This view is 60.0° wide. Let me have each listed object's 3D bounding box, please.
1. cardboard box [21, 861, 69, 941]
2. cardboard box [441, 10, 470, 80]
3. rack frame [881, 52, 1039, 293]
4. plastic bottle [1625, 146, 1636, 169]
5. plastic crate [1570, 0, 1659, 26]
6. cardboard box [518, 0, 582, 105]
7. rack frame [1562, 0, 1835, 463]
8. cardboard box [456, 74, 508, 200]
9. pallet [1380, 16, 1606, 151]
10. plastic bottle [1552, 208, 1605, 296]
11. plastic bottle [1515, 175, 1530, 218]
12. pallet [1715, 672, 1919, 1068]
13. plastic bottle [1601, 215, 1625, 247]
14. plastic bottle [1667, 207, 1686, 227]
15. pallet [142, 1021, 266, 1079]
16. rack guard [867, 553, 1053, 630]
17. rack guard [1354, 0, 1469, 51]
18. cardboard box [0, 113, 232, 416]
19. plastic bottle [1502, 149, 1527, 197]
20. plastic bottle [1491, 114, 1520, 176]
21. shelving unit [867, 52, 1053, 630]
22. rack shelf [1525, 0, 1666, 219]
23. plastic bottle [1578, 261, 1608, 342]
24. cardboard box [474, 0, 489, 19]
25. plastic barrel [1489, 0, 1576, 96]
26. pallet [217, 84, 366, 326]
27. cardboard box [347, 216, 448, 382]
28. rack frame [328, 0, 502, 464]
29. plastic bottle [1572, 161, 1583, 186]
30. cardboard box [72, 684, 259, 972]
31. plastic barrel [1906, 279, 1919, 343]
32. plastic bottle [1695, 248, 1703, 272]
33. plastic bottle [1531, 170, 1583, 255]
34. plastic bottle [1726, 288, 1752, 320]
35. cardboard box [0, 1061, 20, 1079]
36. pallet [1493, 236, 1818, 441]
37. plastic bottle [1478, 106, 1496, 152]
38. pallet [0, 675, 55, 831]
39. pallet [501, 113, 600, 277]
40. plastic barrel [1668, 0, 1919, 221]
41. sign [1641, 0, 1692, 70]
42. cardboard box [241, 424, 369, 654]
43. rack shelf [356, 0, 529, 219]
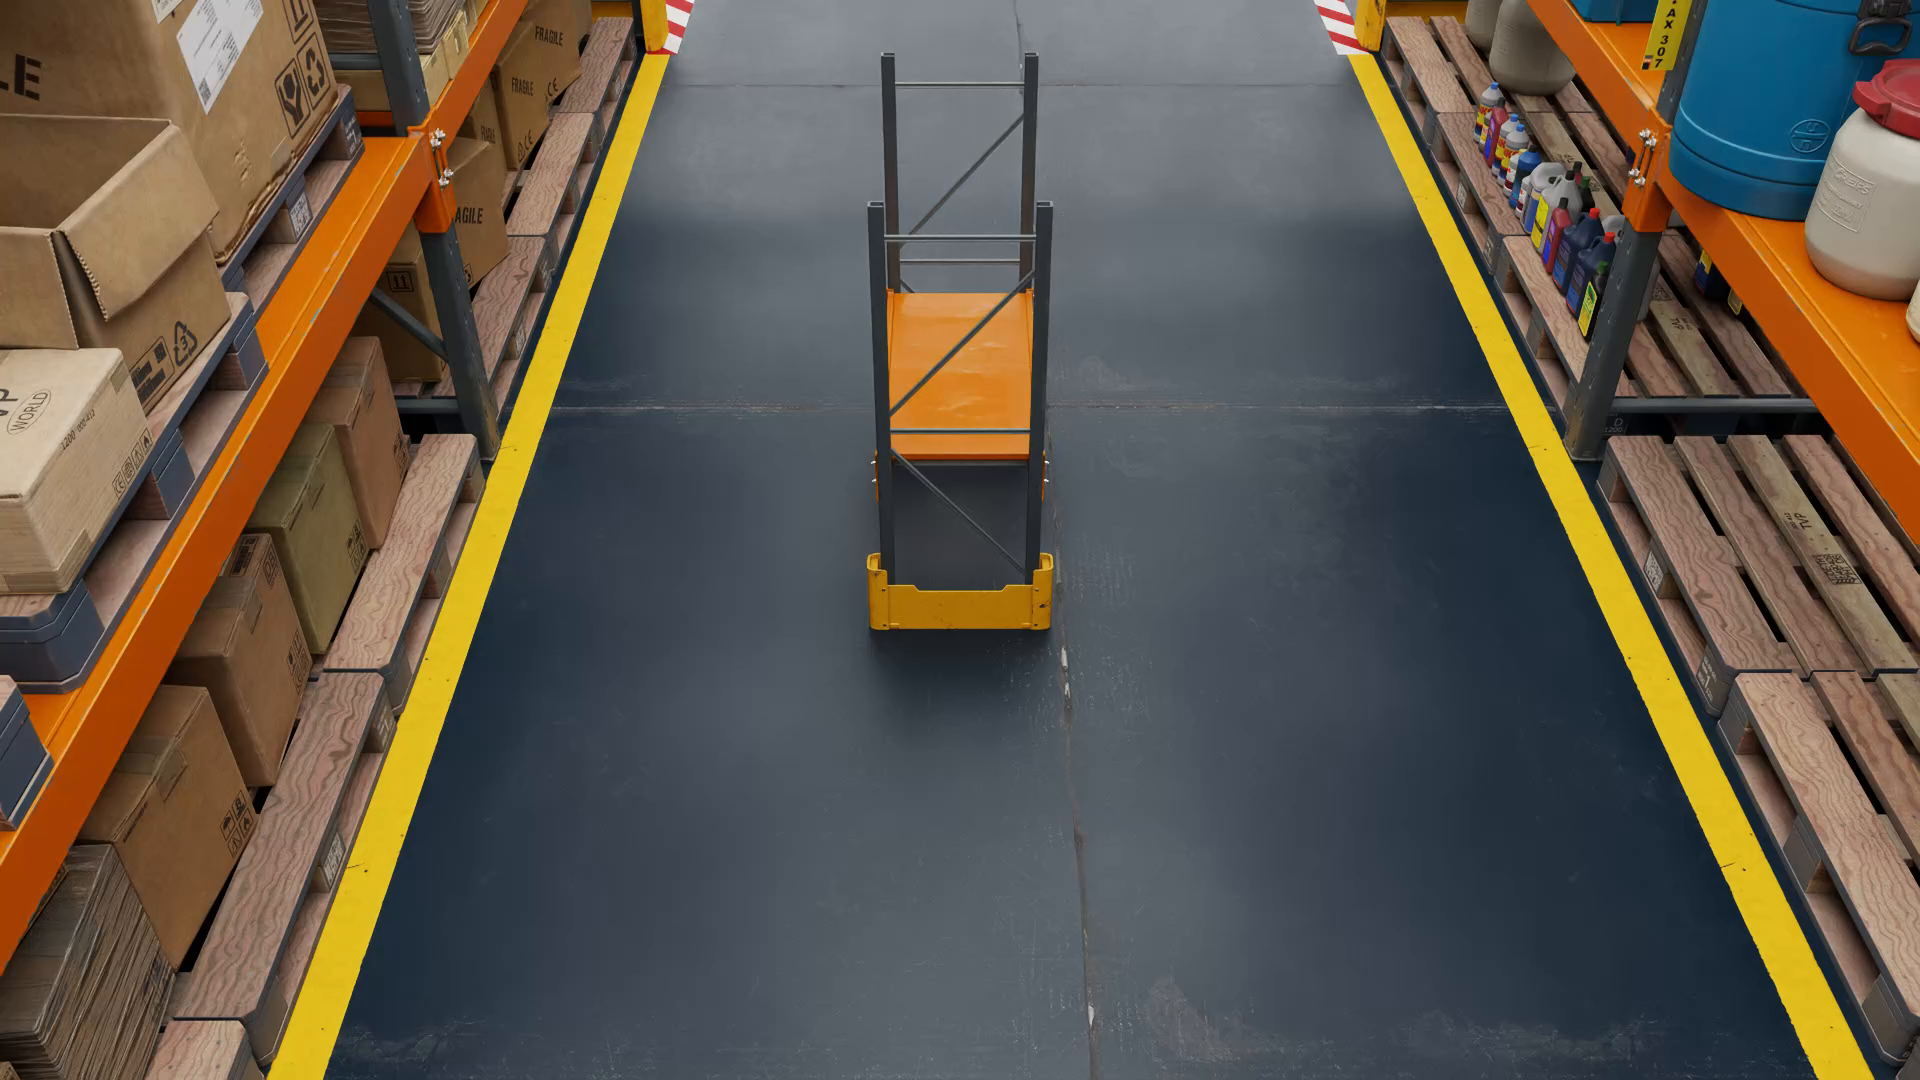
[{"bbox_3d":[-2.245,0.772,3.435,0.500,0.250,0.500,4,39,5],"label":"cardboard box"},{"bbox_3d":[-1.895,-1.683,5.652,0.380,0.149,0.250,0,39,0],"label":"cardboard box"},{"bbox_3d":[-0.001,-0.957,5.744,0.500,1.500,0.032,0,39,0],"label":"rack frame"},{"bbox_3d":[3.047,-1.800,7.418,0.061,0.283,0.133,0,39,0],"label":"plastic bottle"},{"bbox_3d":[2.472,-2.127,6.125,0.499,0.251,0.616,0,39,0],"label":"plastic crate"},{"bbox_3d":[-2.194,-2.415,8.028,0.500,0.500,0.500,10,40,12],"label":"cardboard box"},{"bbox_3d":[2.745,-1.493,5.215,1.000,3.000,0.127,0,39,0],"label":"rack frame"},{"bbox_3d":[-2.256,-1.675,7.104,0.500,0.500,0.500,-3,39,-4],"label":"cardboard box"},{"bbox_3d":[2.783,-2.351,8.515,1.003,0.211,1.213,0,39,0],"label":"pallet"},{"bbox_3d":[2.456,-1.154,6.558,0.144,0.351,0.185,-2,39,-2],"label":"plastic bottle"},{"bbox_3d":[2.431,-1.473,7.075,0.097,0.201,0.097,0,39,0],"label":"plastic bottle"},{"bbox_3d":[2.789,0.851,4.520,1.003,0.211,1.213,0,39,0],"label":"pallet"},{"bbox_3d":[2.604,-1.141,6.601,0.152,0.276,0.135,0,39,0],"label":"plastic bottle"},{"bbox_3d":[3.010,-1.475,7.019,0.152,0.276,0.135,0,39,0],"label":"plastic bottle"},{"bbox_3d":[-2.203,1.611,3.571,1.003,0.211,1.213,0,39,0],"label":"pallet"},{"bbox_3d":[0.000,0.166,5.343,0.587,0.250,0.087,0,39,0],"label":"rack guard"},{"bbox_3d":[2.787,-2.972,9.059,1.175,0.500,0.348,0,39,0],"label":"rack guard"},{"bbox_3d":[-2.114,-0.610,3.694,0.797,0.503,0.637,4,39,5],"label":"cardboard box"},{"bbox_3d":[2.431,-1.602,7.236,0.097,0.201,0.097,0,39,0],"label":"plastic bottle"},{"bbox_3d":[2.431,-1.753,7.369,0.097,0.271,0.097,0,39,0],"label":"plastic bottle"},{"bbox_3d":[0.000,-0.633,5.340,0.587,1.500,1.083,0,39,0],"label":"shelving unit"},{"bbox_3d":[2.742,-2.463,7.001,1.077,0.370,4.000,0,39,0],"label":"rack shelf"},{"bbox_3d":[2.414,-0.906,6.302,0.061,0.283,0.133,2,39,2],"label":"plastic bottle"},{"bbox_3d":[-1.933,-1.995,6.042,0.380,0.149,0.250,0,39,0],"label":"cardboard box"},{"bbox_3d":[2.818,-2.463,8.078,0.421,0.512,0.421,0,39,0],"label":"plastic barrel"},{"bbox_3d":[-2.353,-0.937,4.674,1.003,0.211,1.213,0,39,0],"label":"pallet"},{"bbox_3d":[-2.169,-0.928,6.173,0.500,0.500,0.500,-1,39,-1],"label":"cardboard box"},{"bbox_3d":[-2.208,-1.490,5.210,1.000,3.000,0.127,0,39,0],"label":"rack frame"},{"bbox_3d":[2.565,-1.432,6.958,0.061,0.283,0.133,0,39,0],"label":"plastic bottle"},{"bbox_3d":[-2.245,0.695,4.131,0.700,0.500,0.500,3,39,4],"label":"cardboard box"},{"bbox_3d":[2.593,-0.612,4.225,0.301,0.262,0.301,0,39,0],"label":"plastic barrel"},{"bbox_3d":[3.038,-1.196,6.674,0.097,0.271,0.097,0,39,0],"label":"plastic bottle"},{"bbox_3d":[2.455,-1.356,6.810,0.144,0.351,0.185,0,39,0],"label":"plastic bottle"},{"bbox_3d":[3.049,-1.006,6.428,0.061,0.283,0.133,0,39,0],"label":"plastic bottle"},{"bbox_3d":[-2.224,1.396,3.256,0.700,0.500,0.500,-2,39,-2],"label":"cardboard box"},{"bbox_3d":[2.786,-0.825,6.611,1.003,0.211,1.213,0,39,0],"label":"pallet"},{"bbox_3d":[2.431,-1.876,7.578,0.097,0.201,0.097,0,39,0],"label":"plastic bottle"},{"bbox_3d":[-2.311,0.641,2.705,1.213,0.211,1.003,0,39,0],"label":"pallet"},{"bbox_3d":[-2.249,-1.587,7.561,1.003,0.211,1.213,0,39,0],"label":"pallet"},{"bbox_3d":[2.442,-1.447,4.756,0.600,0.901,0.708,0,39,0],"label":"plastic barrel"},{"bbox_3d":[2.195,-1.608,5.136,0.100,0.325,0.005,0,39,0],"label":"sign"},{"bbox_3d":[-2.247,-0.004,5.003,0.700,0.500,0.500,0,39,0],"label":"cardboard box"},{"bbox_3d":[-2.210,-2.460,6.996,1.077,0.370,4.000,0,39,0],"label":"rack shelf"}]
